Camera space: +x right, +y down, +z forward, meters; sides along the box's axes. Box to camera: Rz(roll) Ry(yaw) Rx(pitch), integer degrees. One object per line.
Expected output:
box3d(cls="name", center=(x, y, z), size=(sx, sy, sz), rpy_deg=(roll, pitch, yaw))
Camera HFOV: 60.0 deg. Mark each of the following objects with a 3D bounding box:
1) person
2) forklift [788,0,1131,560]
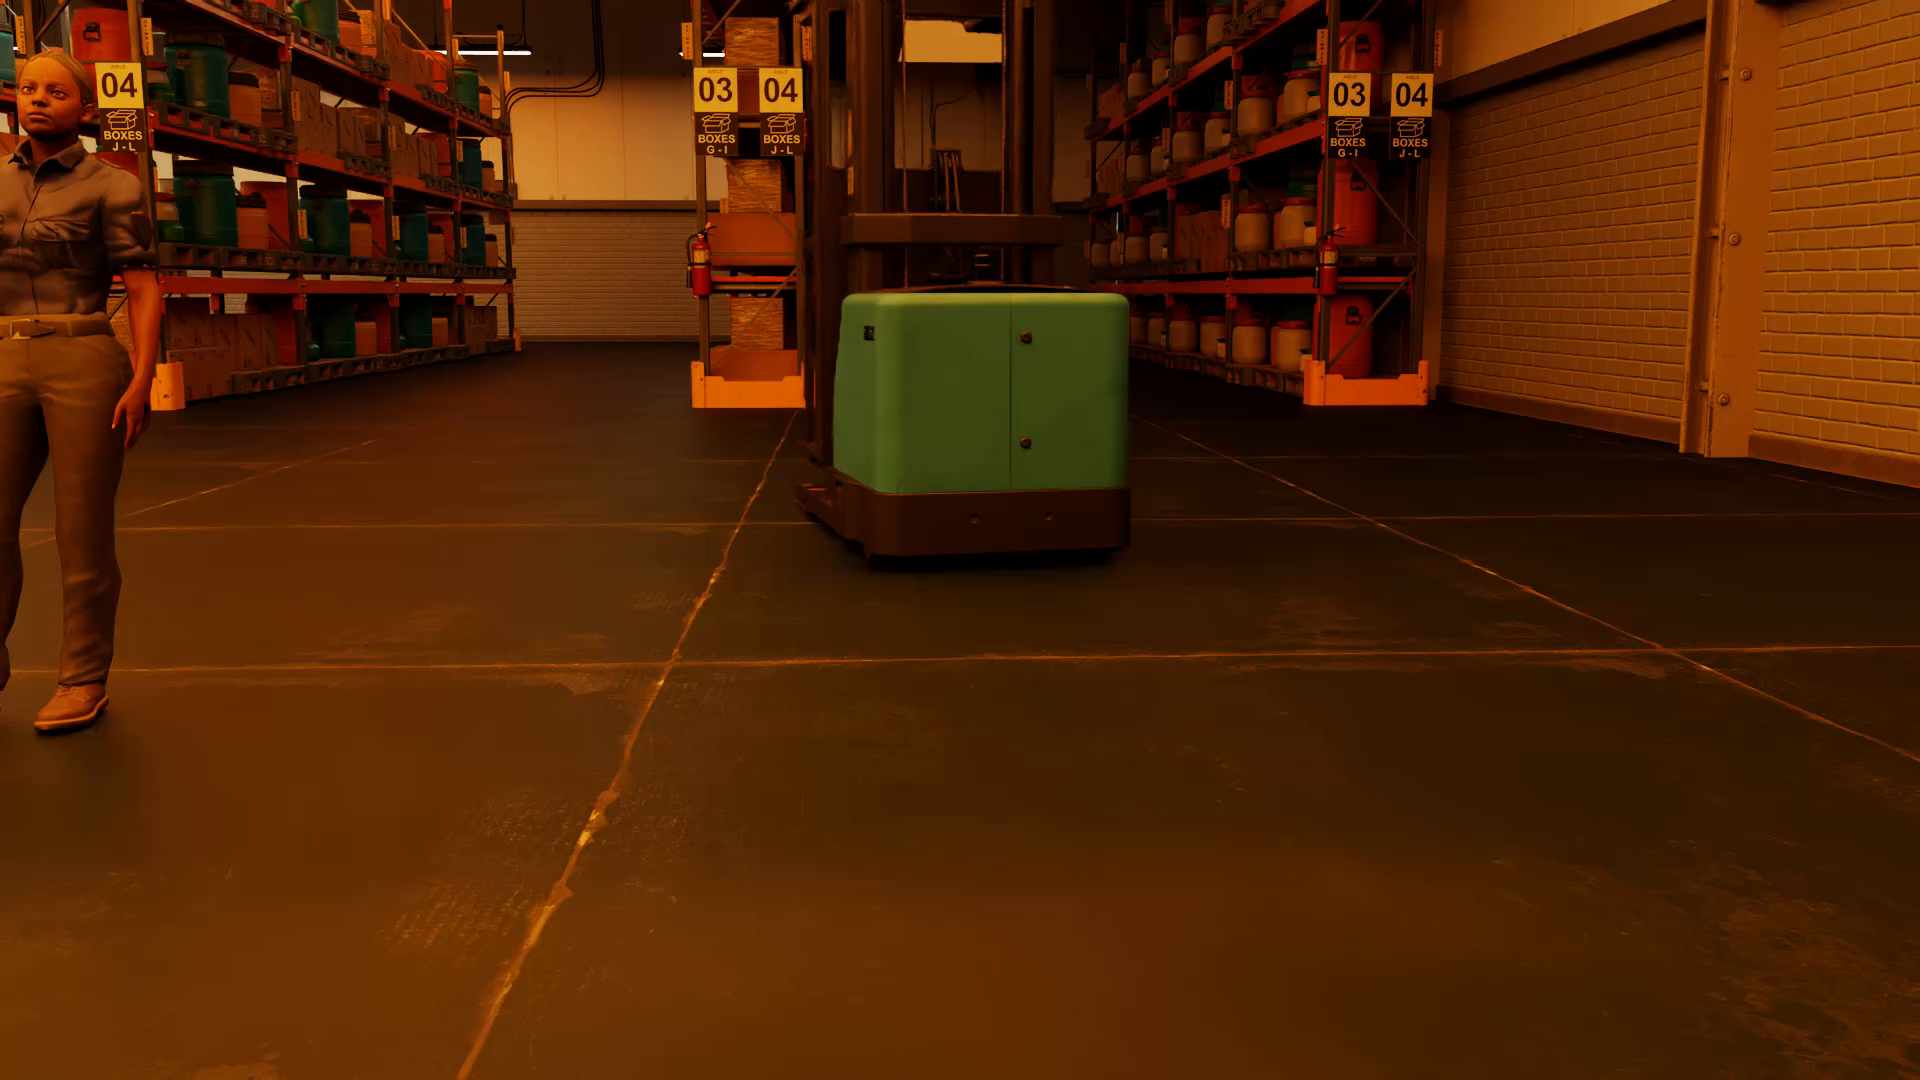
box3d(cls="person", center=(-2.286, -0.358, 4.085), size=(0.569, 1.643, 0.503), rpy_deg=(0, 8, 1))
box3d(cls="forklift", center=(-0.181, -1.546, 7.746), size=(1.130, 2.935, 3.031), rpy_deg=(-2, 9, -14))
